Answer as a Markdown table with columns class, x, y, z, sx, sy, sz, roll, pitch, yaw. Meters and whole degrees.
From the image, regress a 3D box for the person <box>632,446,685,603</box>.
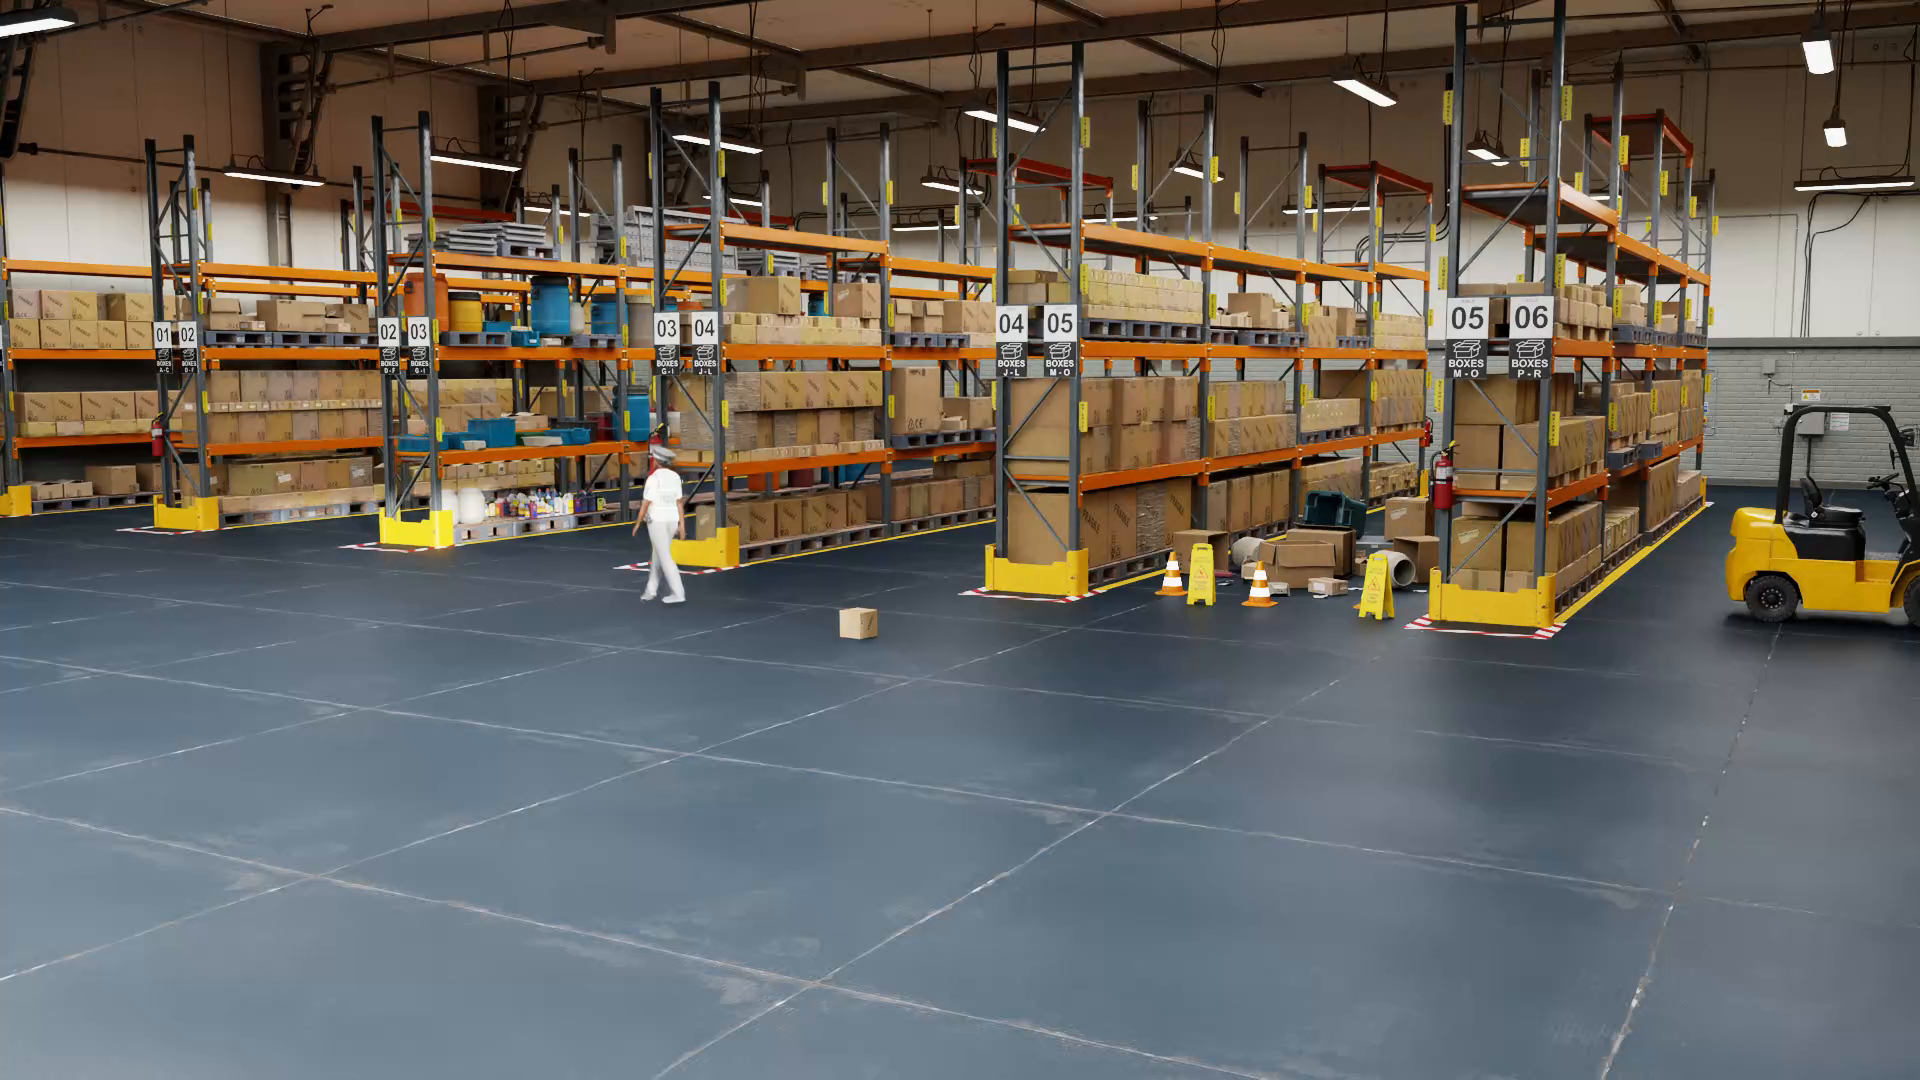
| class | x | y | z | sx | sy | sz | roll | pitch | yaw |
| --- | --- | --- | --- | --- | --- | --- | --- | --- | --- |
| person | -3.234 | -0.153 | 17.717 | 0.793 | 1.708 | 0.486 | 4 | 7 | 33 |
